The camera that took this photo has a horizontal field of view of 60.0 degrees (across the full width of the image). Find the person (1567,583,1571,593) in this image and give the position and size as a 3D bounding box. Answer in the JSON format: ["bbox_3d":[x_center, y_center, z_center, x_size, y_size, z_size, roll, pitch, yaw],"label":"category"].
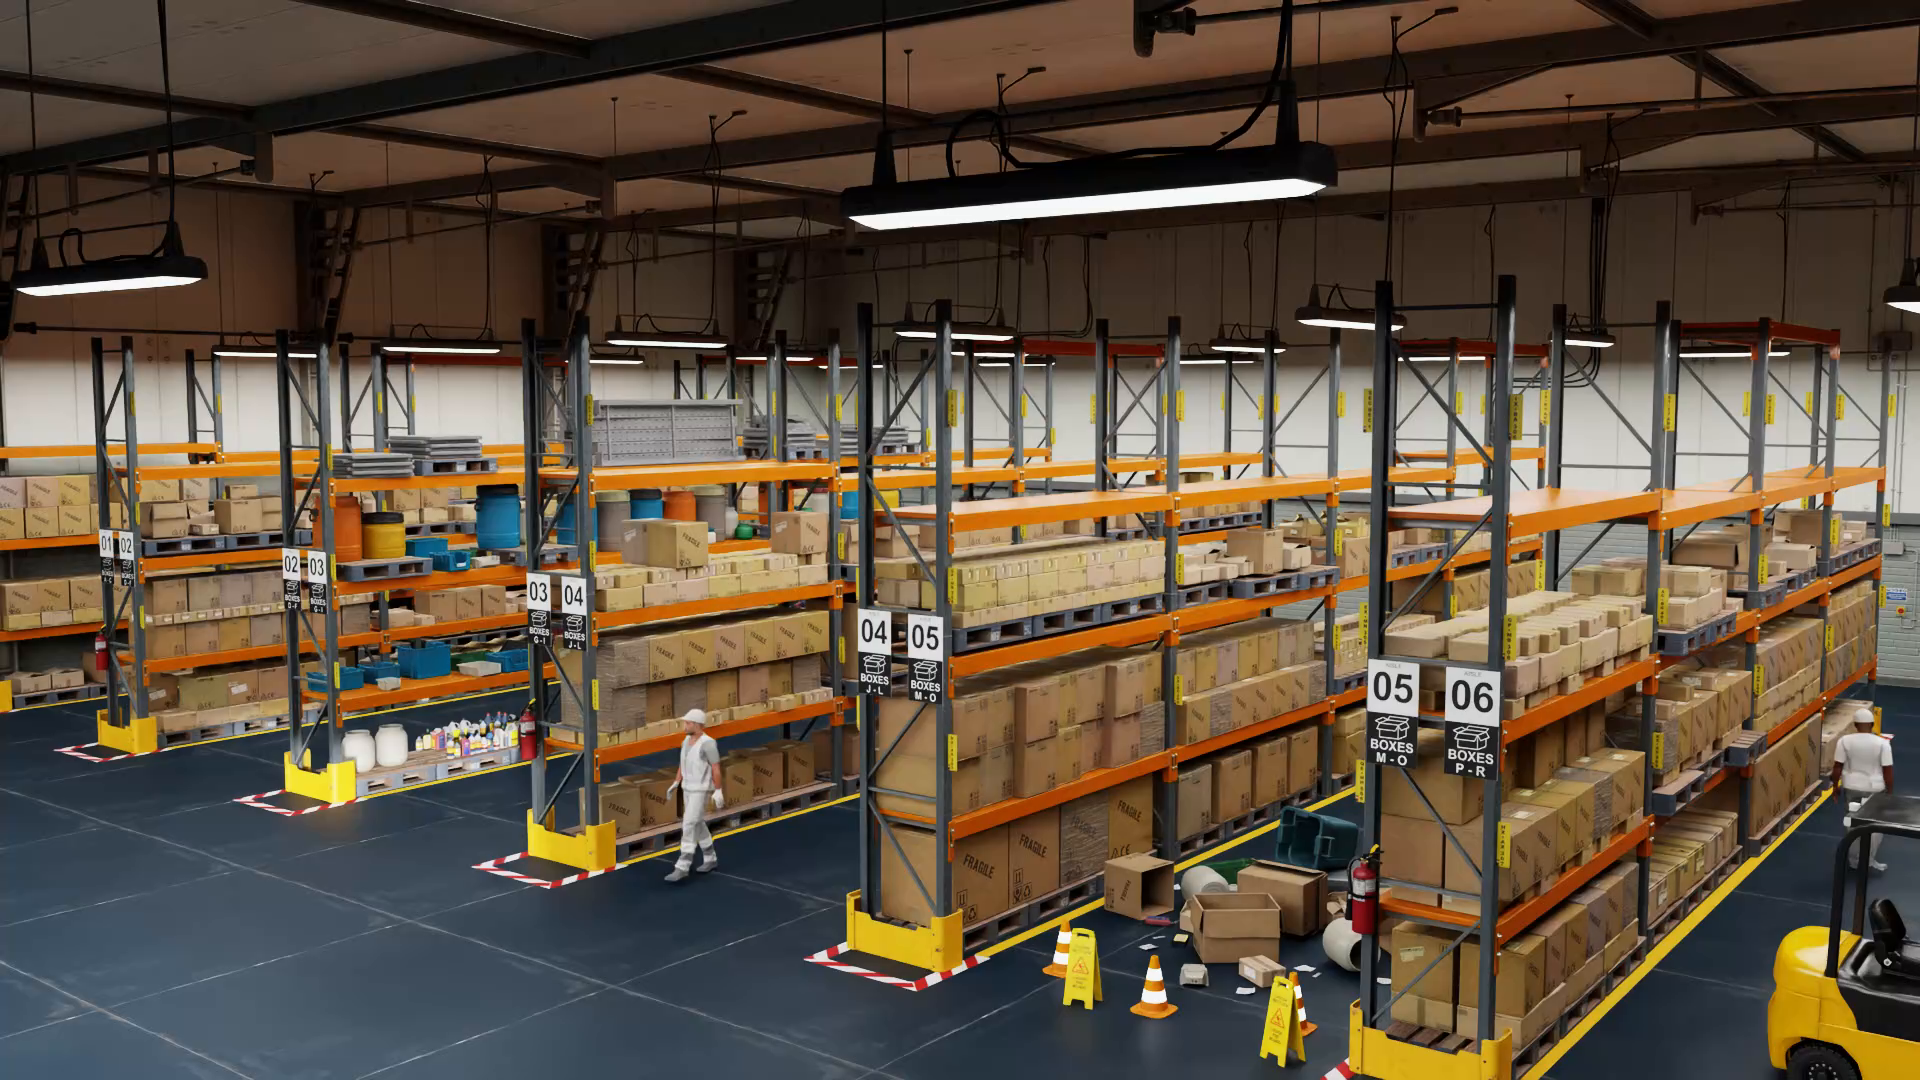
[{"bbox_3d":[11.287,1.632,30.581,1.080,1.709,0.552,-2,5,-23],"label":"person"}]

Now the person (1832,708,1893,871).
[{"bbox_3d":[9.821,2.718,18.099,0.594,1.765,0.548,4,6,36],"label":"person"}]

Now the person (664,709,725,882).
[{"bbox_3d":[-2.950,2.719,17.849,0.790,1.779,0.602,-4,6,-38],"label":"person"}]
